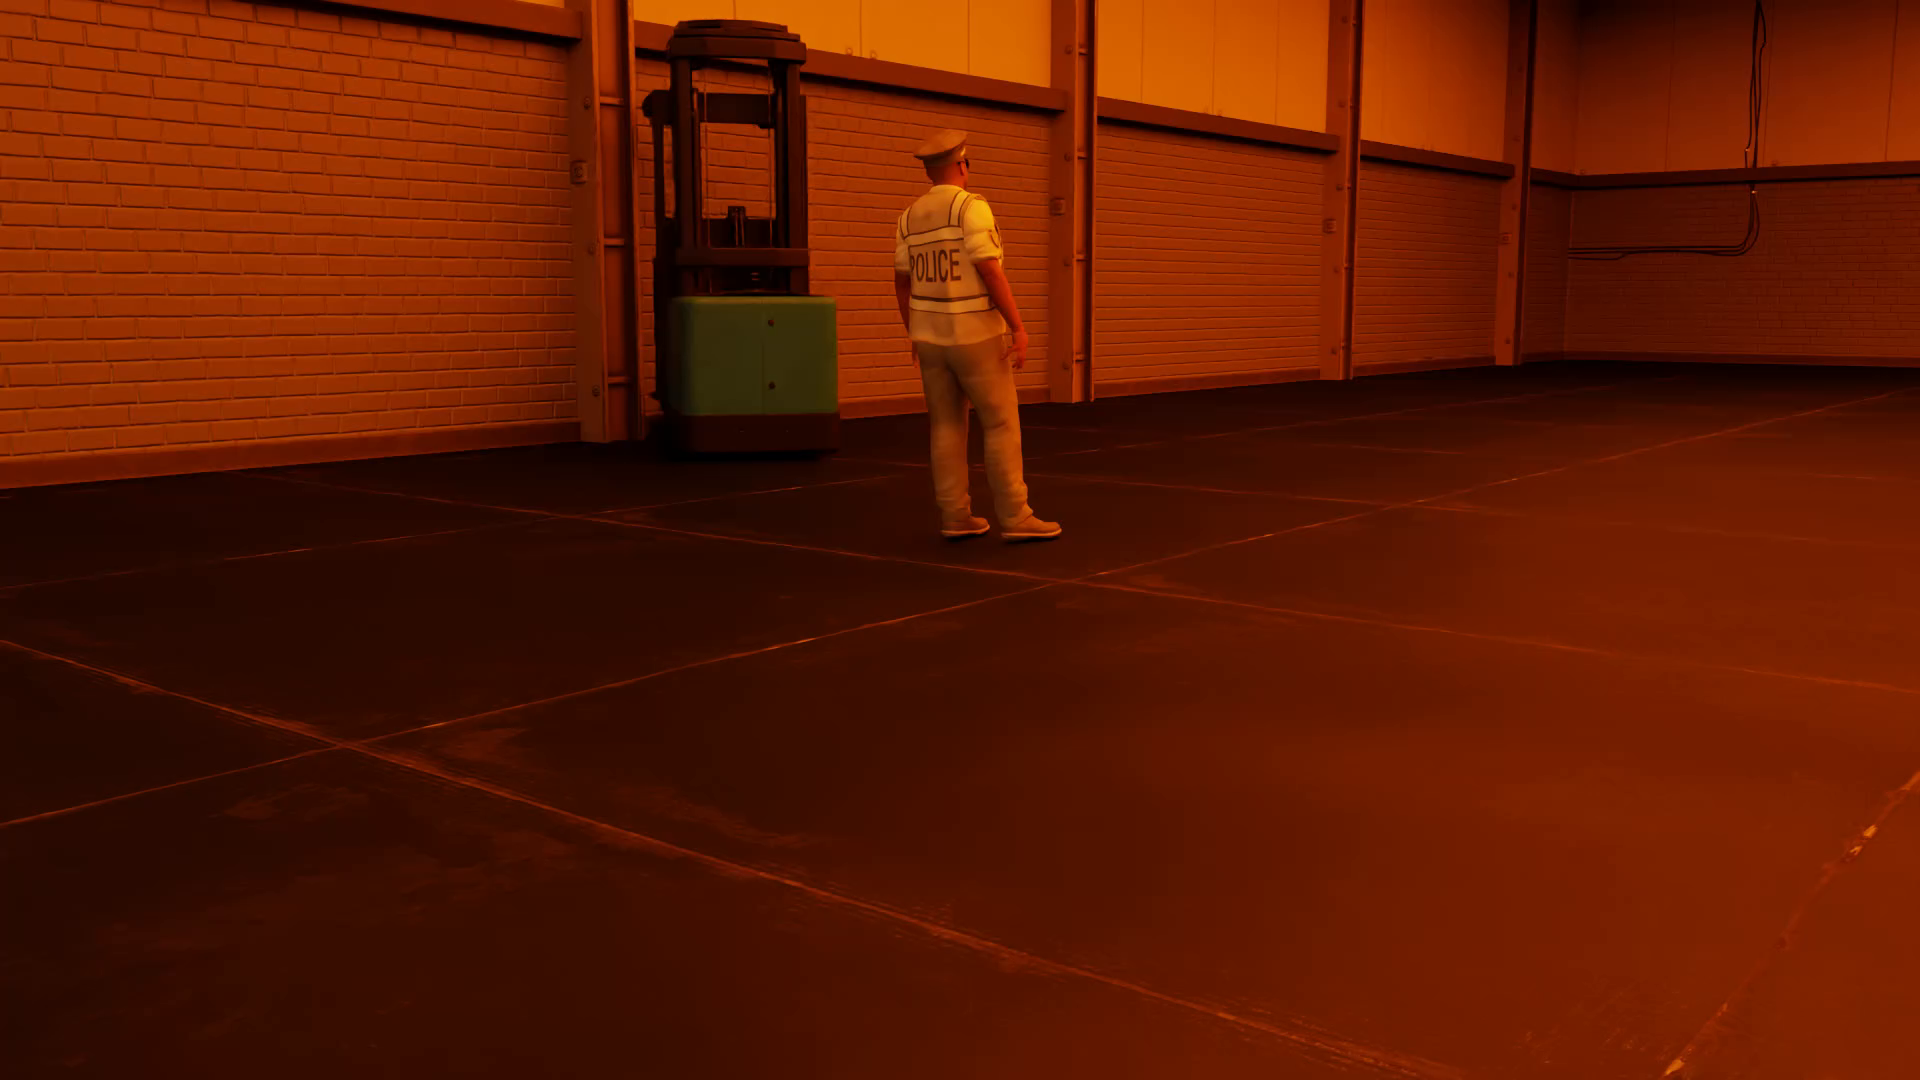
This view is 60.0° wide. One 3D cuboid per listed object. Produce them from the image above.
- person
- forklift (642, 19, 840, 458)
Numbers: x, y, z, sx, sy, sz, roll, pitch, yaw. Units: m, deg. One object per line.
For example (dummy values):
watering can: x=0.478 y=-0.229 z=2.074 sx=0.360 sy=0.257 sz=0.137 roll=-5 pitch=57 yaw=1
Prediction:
person: x=0.058 y=-0.896 z=7.327 sx=0.640 sy=1.781 sz=0.575 roll=7 pitch=11 yaw=38
forklift: x=-1.698 y=-2.173 z=12.129 sx=1.130 sy=2.935 sz=3.031 roll=-2 pitch=9 yaw=-16
